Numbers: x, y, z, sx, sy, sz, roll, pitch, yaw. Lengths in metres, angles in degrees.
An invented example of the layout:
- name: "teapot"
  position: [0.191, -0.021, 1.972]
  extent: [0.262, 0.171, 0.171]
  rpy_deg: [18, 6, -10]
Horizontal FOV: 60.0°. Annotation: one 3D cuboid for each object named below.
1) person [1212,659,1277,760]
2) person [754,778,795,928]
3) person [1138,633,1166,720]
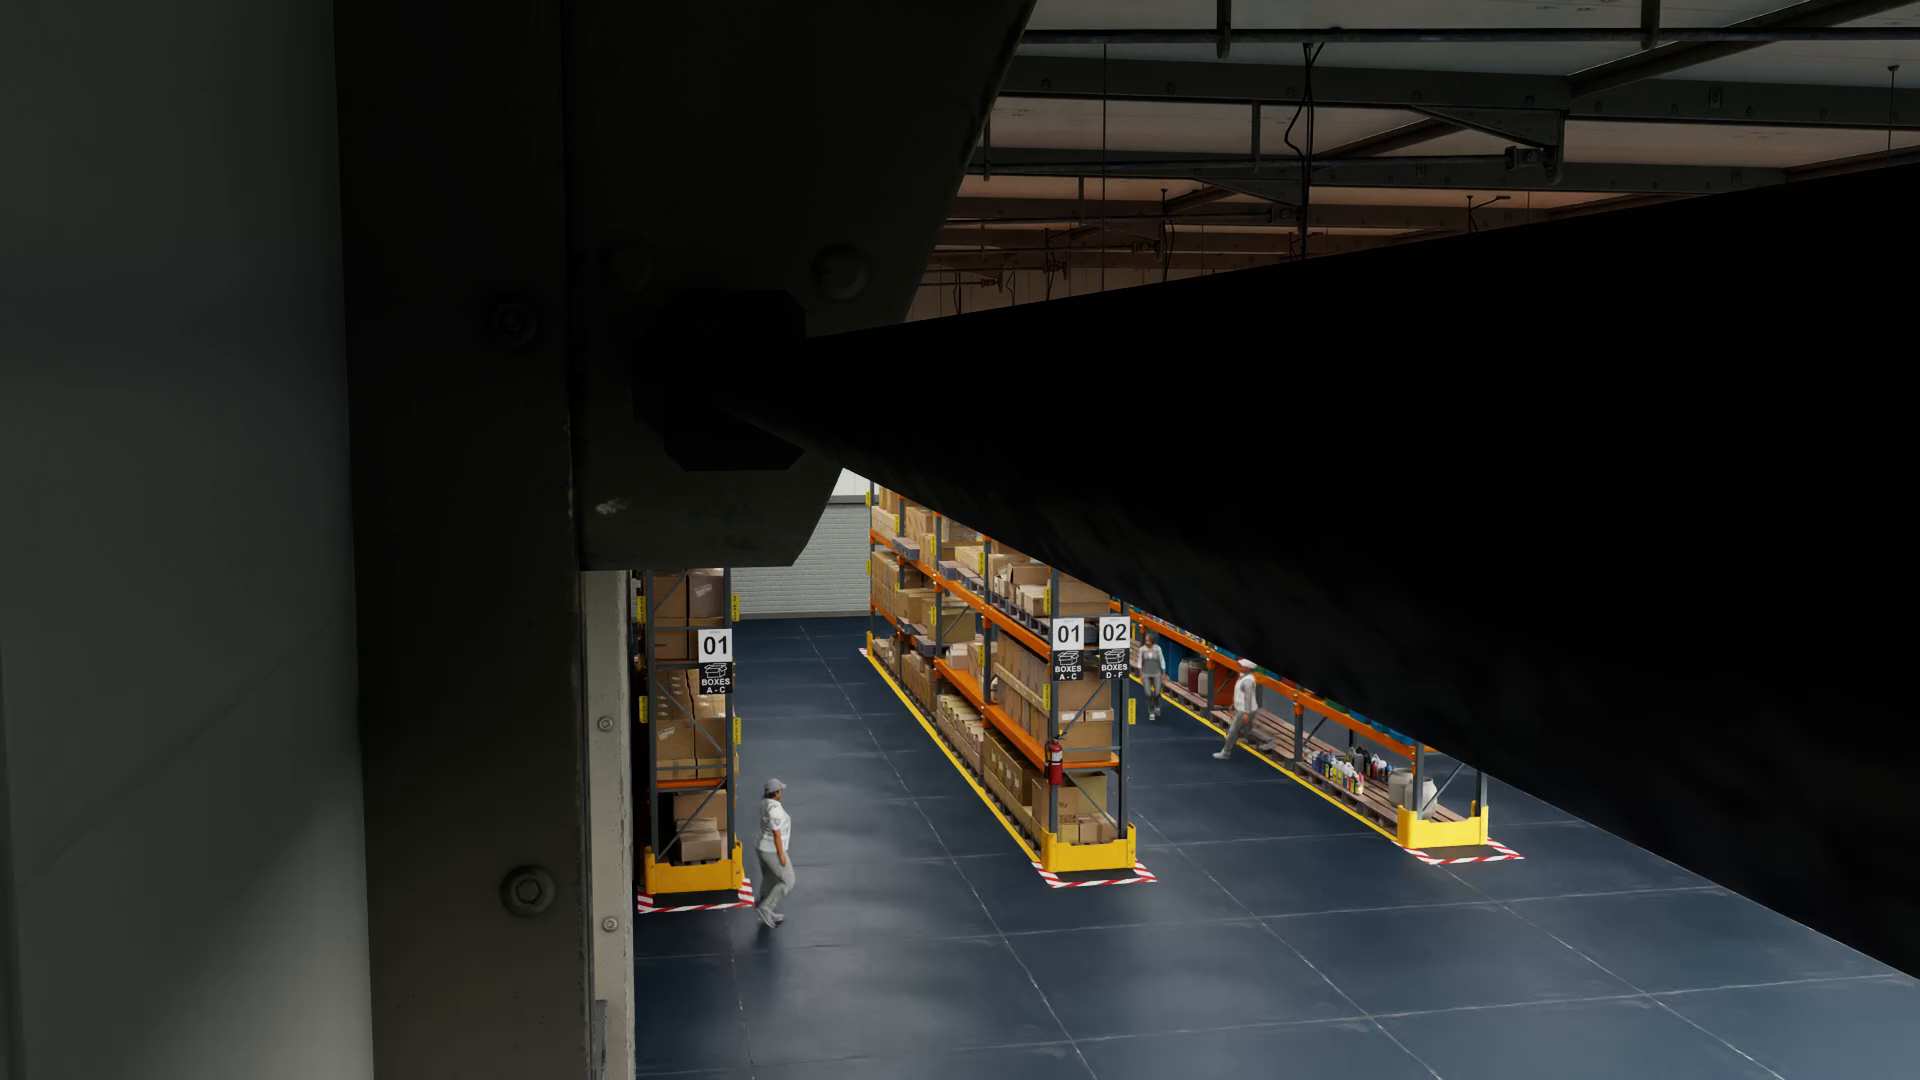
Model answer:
- name: "person"
  position: [4.584, 2.697, 26.615]
  extent: [1.057, 1.717, 0.543]
  rpy_deg: [0, 6, -1]
- name: "person"
  position: [-2.119, 3.529, 18.851]
  extent: [0.430, 1.668, 0.493]
  rpy_deg: [-2, 6, -16]
- name: "person"
  position: [3.443, 2.441, 29.842]
  extent: [0.497, 1.579, 0.455]
  rpy_deg: [1, 6, 10]
